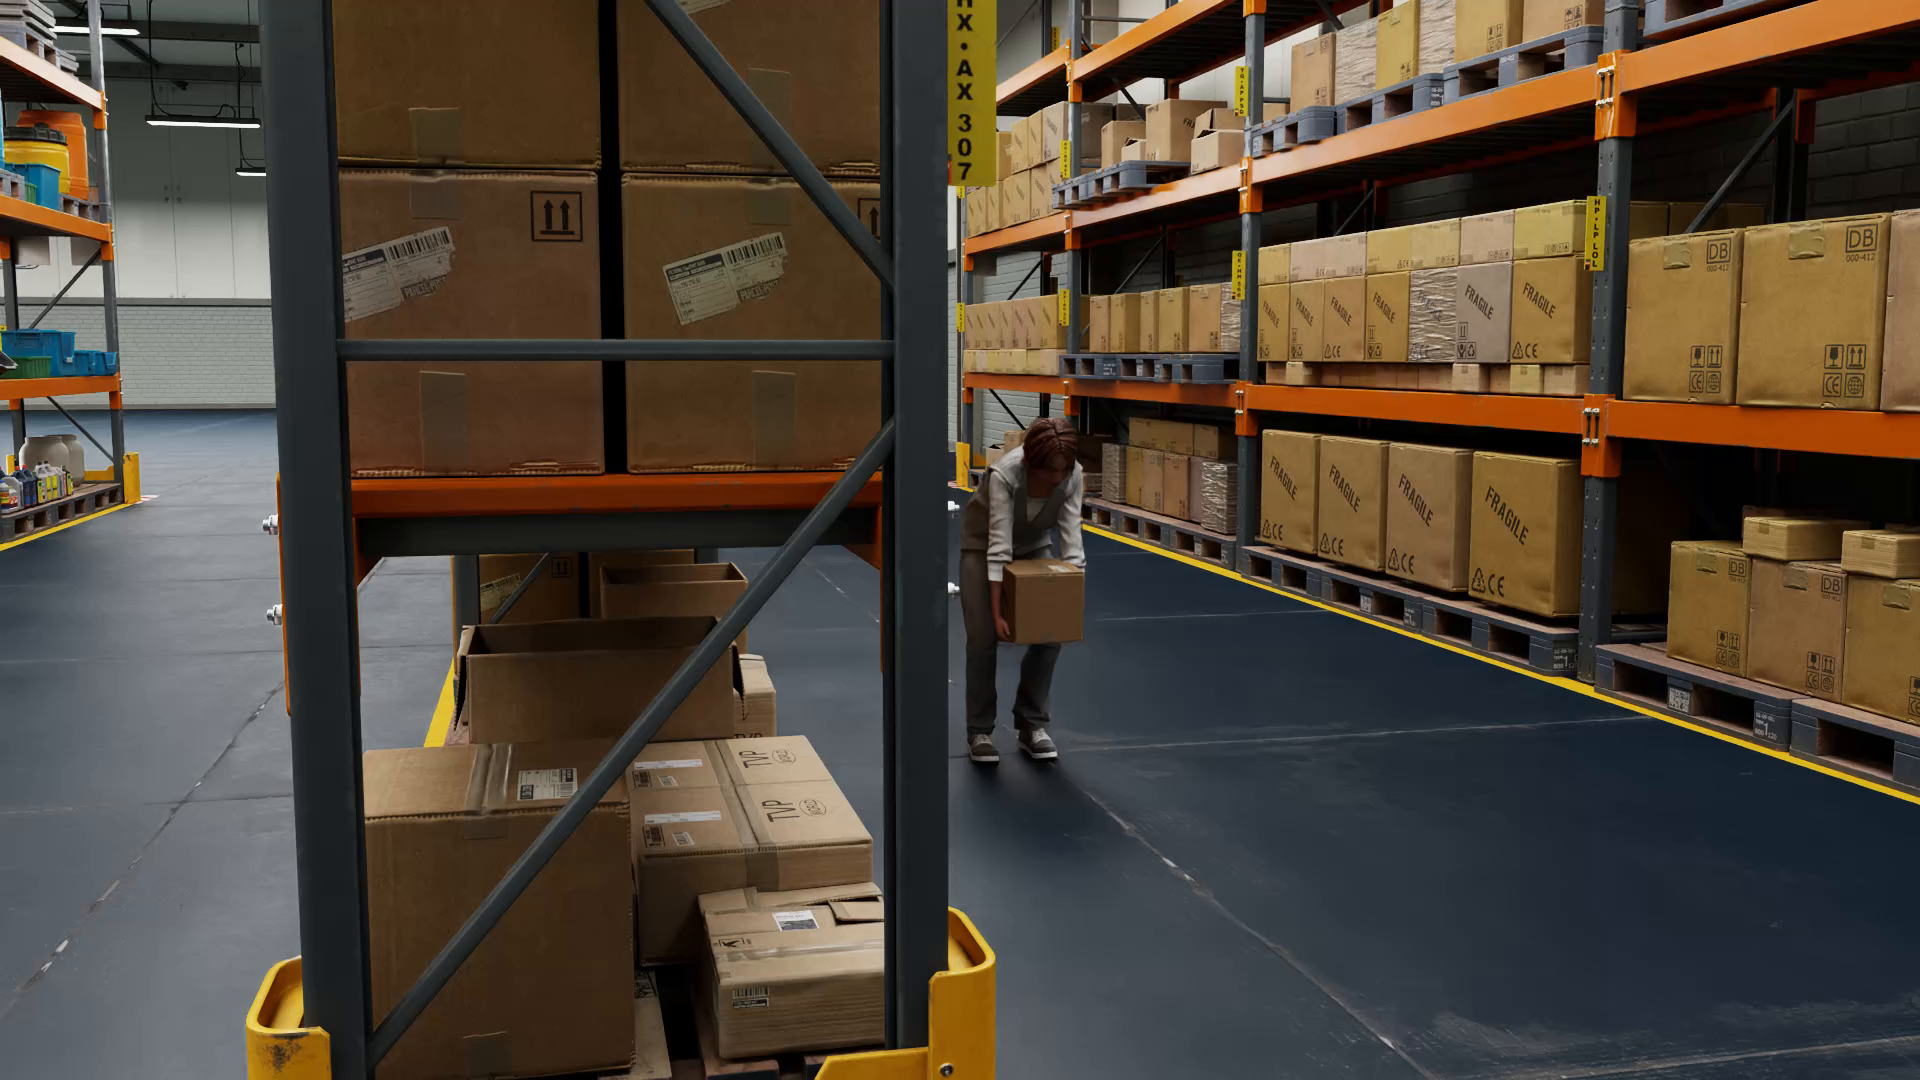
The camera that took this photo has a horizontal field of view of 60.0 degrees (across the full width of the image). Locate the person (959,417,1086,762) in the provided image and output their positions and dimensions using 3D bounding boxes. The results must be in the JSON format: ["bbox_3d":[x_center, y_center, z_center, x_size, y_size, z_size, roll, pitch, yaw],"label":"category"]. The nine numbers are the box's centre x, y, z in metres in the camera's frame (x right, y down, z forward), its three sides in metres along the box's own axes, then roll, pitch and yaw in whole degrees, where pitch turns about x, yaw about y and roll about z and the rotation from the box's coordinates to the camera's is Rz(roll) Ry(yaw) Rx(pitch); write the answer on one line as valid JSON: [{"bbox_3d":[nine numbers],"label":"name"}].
[{"bbox_3d":[0.232,0.197,6.038,0.385,1.285,0.780,-2,7,-15],"label":"person"}]
